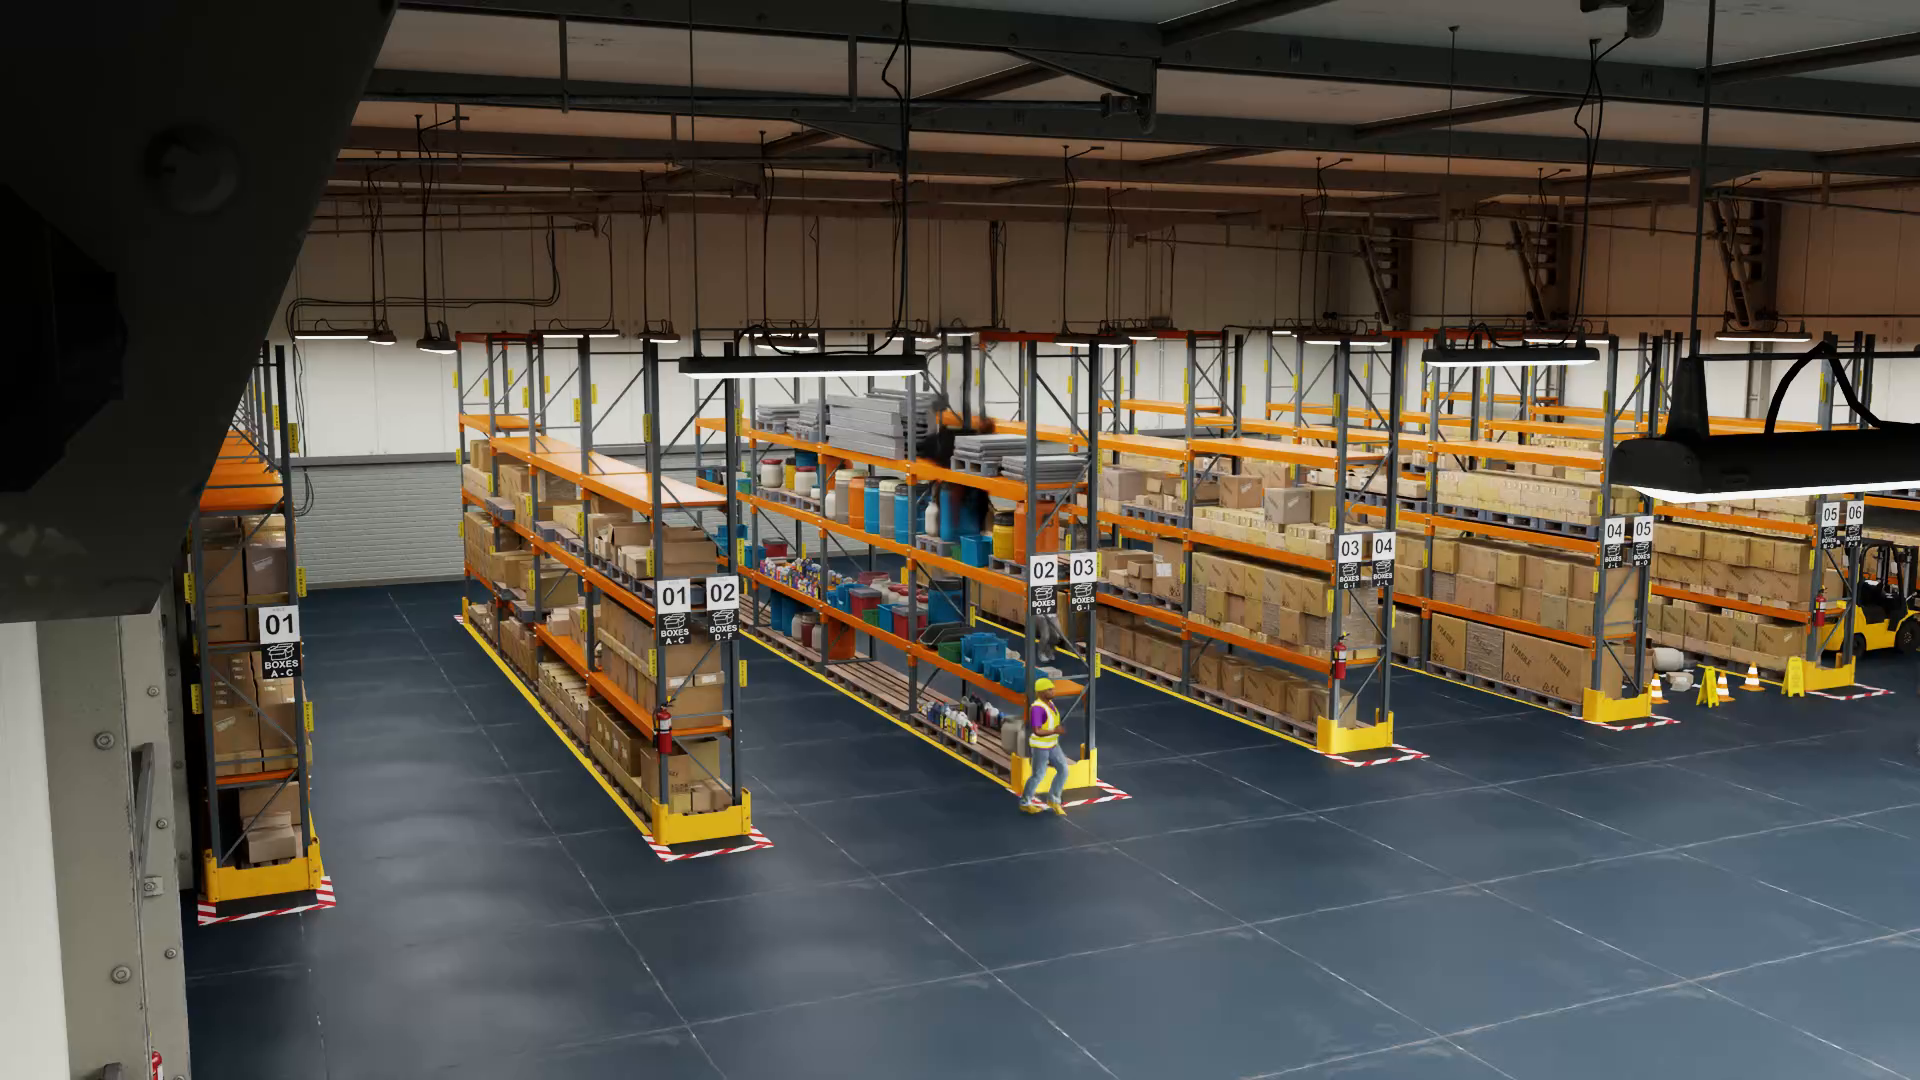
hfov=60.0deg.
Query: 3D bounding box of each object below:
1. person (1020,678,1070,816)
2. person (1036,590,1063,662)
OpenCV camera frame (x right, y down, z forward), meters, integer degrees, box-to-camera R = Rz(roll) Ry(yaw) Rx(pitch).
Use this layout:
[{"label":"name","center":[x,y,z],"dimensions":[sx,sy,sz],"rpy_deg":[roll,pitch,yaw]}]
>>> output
[{"label":"person","center":[1.103,2.641,21.044],"dimensions":[0.711,1.818,0.715],"rpy_deg":[4,9,28]},{"label":"person","center":[1.620,1.383,30.344],"dimensions":[0.658,1.754,0.641],"rpy_deg":[-5,9,-31]}]
